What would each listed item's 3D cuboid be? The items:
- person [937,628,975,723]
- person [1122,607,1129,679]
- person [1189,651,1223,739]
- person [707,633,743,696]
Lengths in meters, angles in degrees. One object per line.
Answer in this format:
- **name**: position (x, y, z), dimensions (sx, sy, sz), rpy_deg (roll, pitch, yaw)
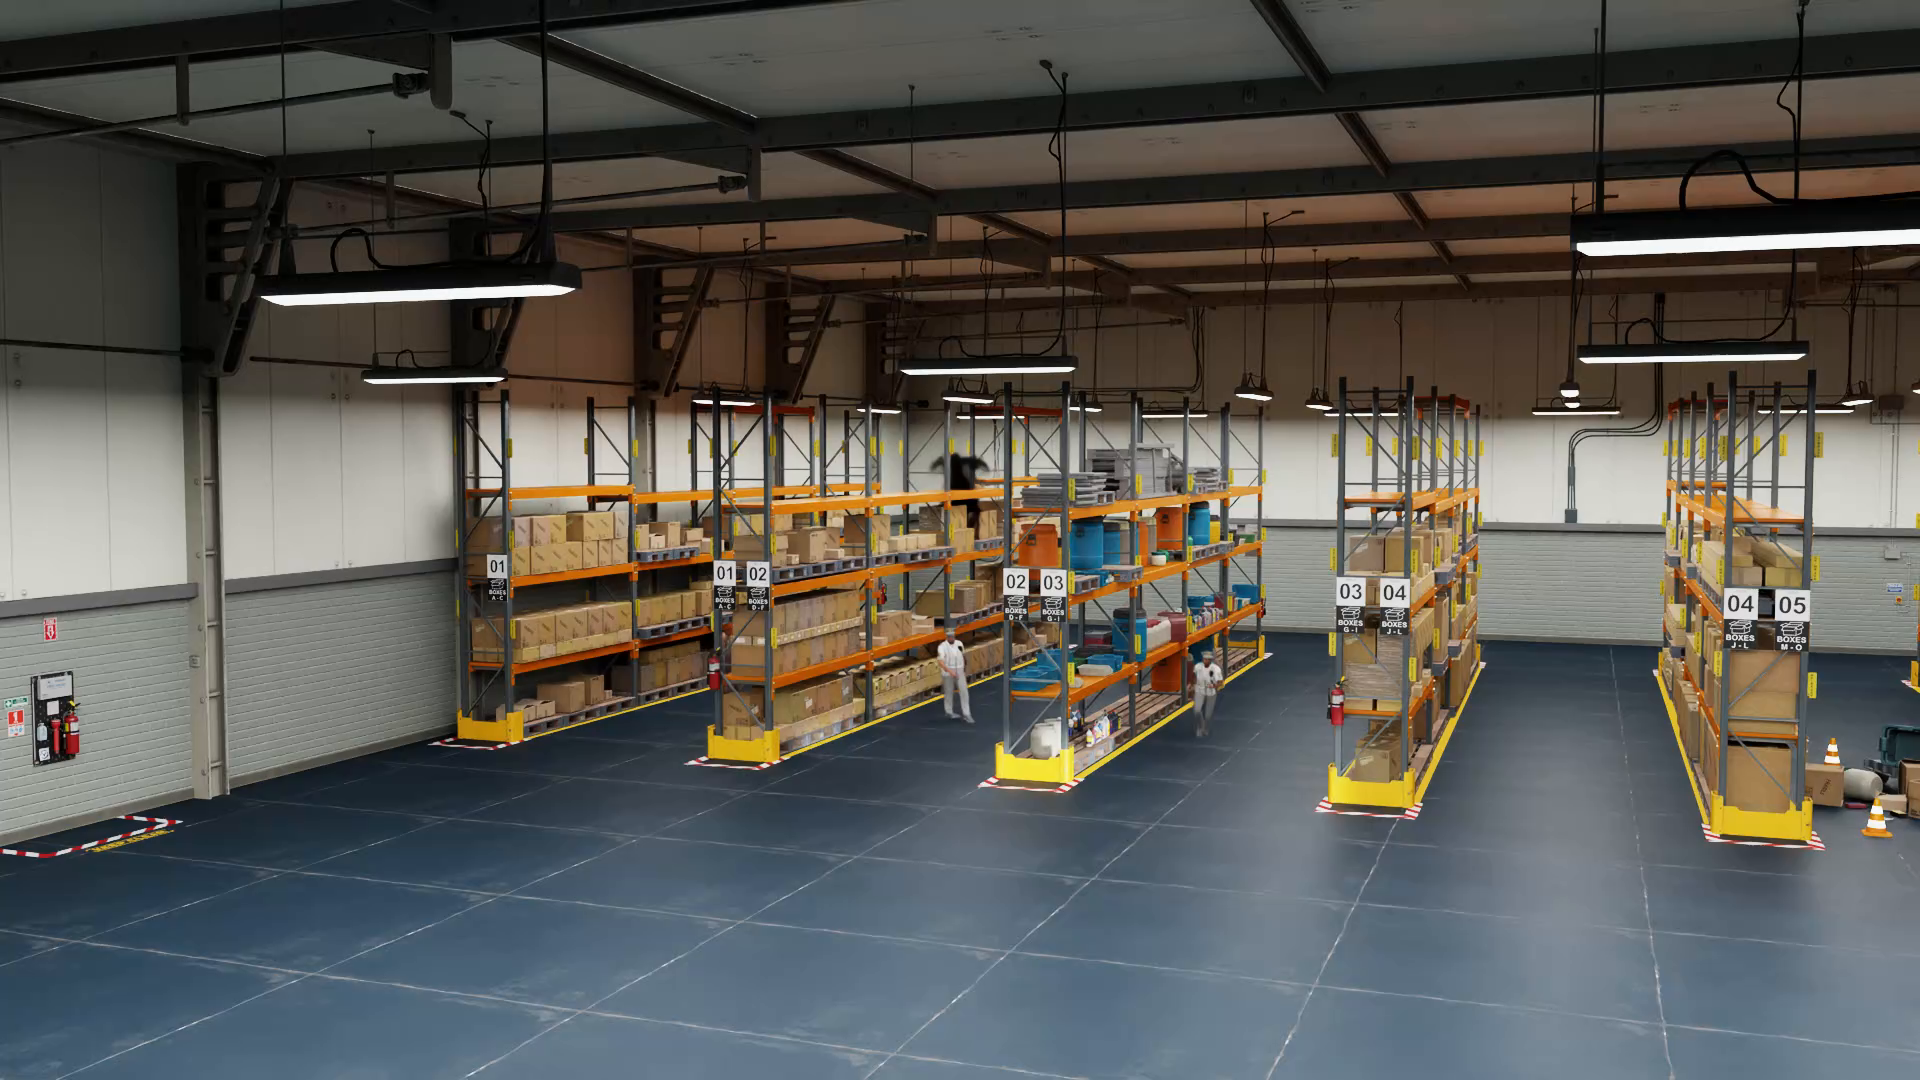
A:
- **person**: position (-0.110, 2.442, 30.273), dimensions (0.621, 1.706, 0.920), rpy_deg (-1, 3, -18)
- **person**: position (3.531, 2.224, 35.815), dimensions (0.690, 1.602, 0.901), rpy_deg (2, 4, 27)
- **person**: position (4.215, 2.638, 28.528), dimensions (0.595, 1.543, 0.956), rpy_deg (1, 3, 9)
- **person**: position (-4.162, 2.500, 29.476), dimensions (0.631, 1.733, 1.088), rpy_deg (1, 3, 17)
